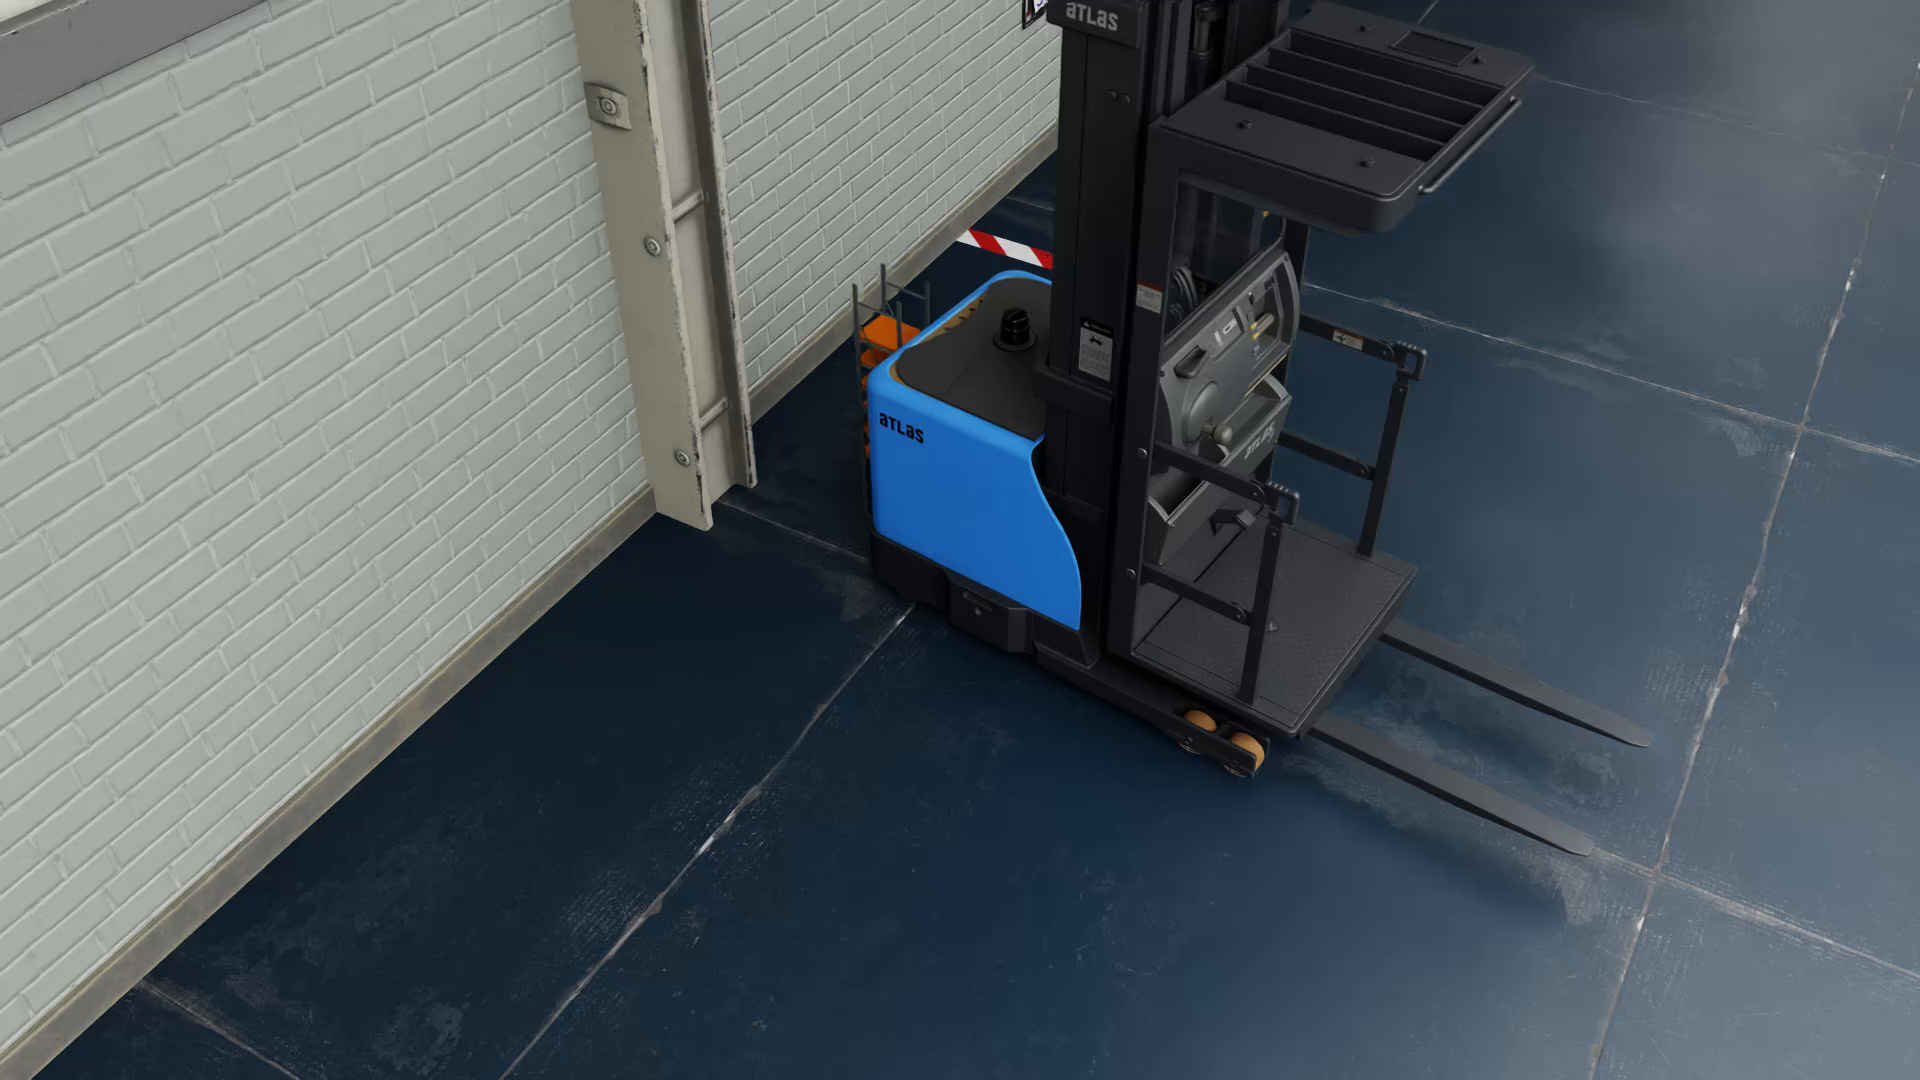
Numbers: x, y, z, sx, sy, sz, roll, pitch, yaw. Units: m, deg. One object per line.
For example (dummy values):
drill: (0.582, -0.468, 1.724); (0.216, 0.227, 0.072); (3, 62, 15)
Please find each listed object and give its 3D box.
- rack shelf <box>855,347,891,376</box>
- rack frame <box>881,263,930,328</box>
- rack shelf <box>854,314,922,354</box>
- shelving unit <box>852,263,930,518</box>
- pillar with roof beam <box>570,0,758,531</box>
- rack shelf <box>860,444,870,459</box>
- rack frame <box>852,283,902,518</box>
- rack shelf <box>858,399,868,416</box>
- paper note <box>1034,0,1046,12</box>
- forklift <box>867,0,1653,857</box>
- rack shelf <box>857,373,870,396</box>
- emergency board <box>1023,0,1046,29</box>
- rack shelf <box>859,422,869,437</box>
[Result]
rack shelf: (-0.274, -0.715, 6.858); (0.258, 0.103, 0.180); (25, 47, 26)
rack frame: (-0.221, -0.618, 7.043); (0.240, 1.200, 0.006); (25, 47, 26)
rack shelf: (-0.275, -0.805, 6.779); (0.258, 0.103, 0.180); (25, 47, 26)
shelving unit: (-0.274, -0.568, 6.987); (0.258, 1.200, 0.189); (25, 47, 26)
pillar with roof beam: (2.580, -2.155, 2.888); (9.100, 9.000, 0.400); (21, 45, 22)
rack shelf: (-0.274, -0.355, 7.175); (0.258, 0.103, 0.180); (25, 47, 26)
rack frame: (-0.328, -0.519, 6.932); (0.240, 1.200, 0.006); (25, 47, 26)
rack shelf: (-0.274, -0.535, 7.017); (0.258, 0.103, 0.180); (25, 47, 26)
paper note: (0.438, -2.950, 8.997); (0.016, 0.148, 0.142); (21, 45, 22)
forklift: (1.118, -0.615, 5.731); (3.031, 2.935, 1.130); (25, 47, 26)
rack shelf: (-0.274, -0.625, 6.938); (0.258, 0.103, 0.180); (25, 47, 26)
emergency board: (0.566, -3.360, 8.796); (0.157, 1.169, 0.626); (21, 45, 22)
rack shelf: (-0.274, -0.445, 7.096); (0.258, 0.103, 0.180); (25, 47, 26)
